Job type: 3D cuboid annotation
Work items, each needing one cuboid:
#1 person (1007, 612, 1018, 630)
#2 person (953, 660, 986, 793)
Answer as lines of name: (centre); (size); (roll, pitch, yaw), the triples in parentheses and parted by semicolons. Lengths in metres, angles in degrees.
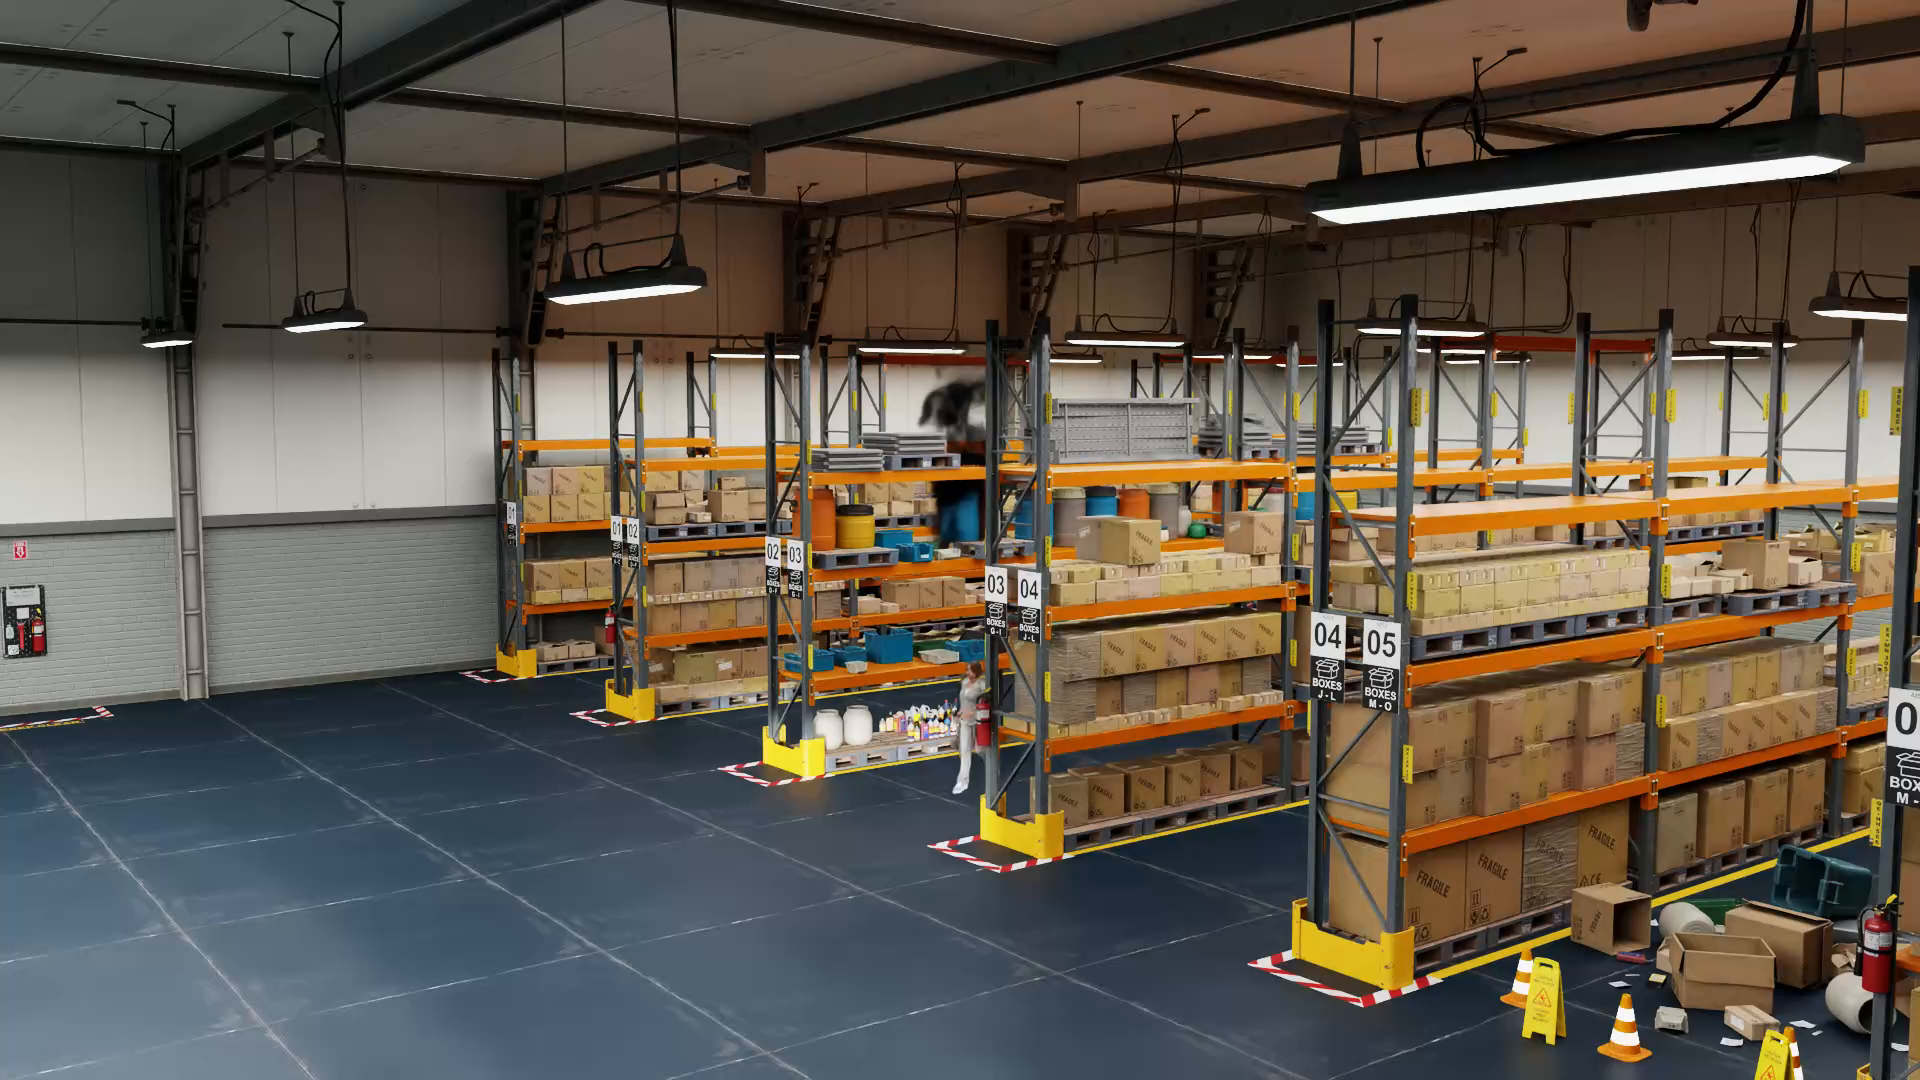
person: (1.056, 1.386, 33.263); (0.663, 1.747, 0.752); (5, 7, 43)
person: (0.166, 2.273, 20.474); (0.558, 1.600, 0.789); (4, 6, 38)
